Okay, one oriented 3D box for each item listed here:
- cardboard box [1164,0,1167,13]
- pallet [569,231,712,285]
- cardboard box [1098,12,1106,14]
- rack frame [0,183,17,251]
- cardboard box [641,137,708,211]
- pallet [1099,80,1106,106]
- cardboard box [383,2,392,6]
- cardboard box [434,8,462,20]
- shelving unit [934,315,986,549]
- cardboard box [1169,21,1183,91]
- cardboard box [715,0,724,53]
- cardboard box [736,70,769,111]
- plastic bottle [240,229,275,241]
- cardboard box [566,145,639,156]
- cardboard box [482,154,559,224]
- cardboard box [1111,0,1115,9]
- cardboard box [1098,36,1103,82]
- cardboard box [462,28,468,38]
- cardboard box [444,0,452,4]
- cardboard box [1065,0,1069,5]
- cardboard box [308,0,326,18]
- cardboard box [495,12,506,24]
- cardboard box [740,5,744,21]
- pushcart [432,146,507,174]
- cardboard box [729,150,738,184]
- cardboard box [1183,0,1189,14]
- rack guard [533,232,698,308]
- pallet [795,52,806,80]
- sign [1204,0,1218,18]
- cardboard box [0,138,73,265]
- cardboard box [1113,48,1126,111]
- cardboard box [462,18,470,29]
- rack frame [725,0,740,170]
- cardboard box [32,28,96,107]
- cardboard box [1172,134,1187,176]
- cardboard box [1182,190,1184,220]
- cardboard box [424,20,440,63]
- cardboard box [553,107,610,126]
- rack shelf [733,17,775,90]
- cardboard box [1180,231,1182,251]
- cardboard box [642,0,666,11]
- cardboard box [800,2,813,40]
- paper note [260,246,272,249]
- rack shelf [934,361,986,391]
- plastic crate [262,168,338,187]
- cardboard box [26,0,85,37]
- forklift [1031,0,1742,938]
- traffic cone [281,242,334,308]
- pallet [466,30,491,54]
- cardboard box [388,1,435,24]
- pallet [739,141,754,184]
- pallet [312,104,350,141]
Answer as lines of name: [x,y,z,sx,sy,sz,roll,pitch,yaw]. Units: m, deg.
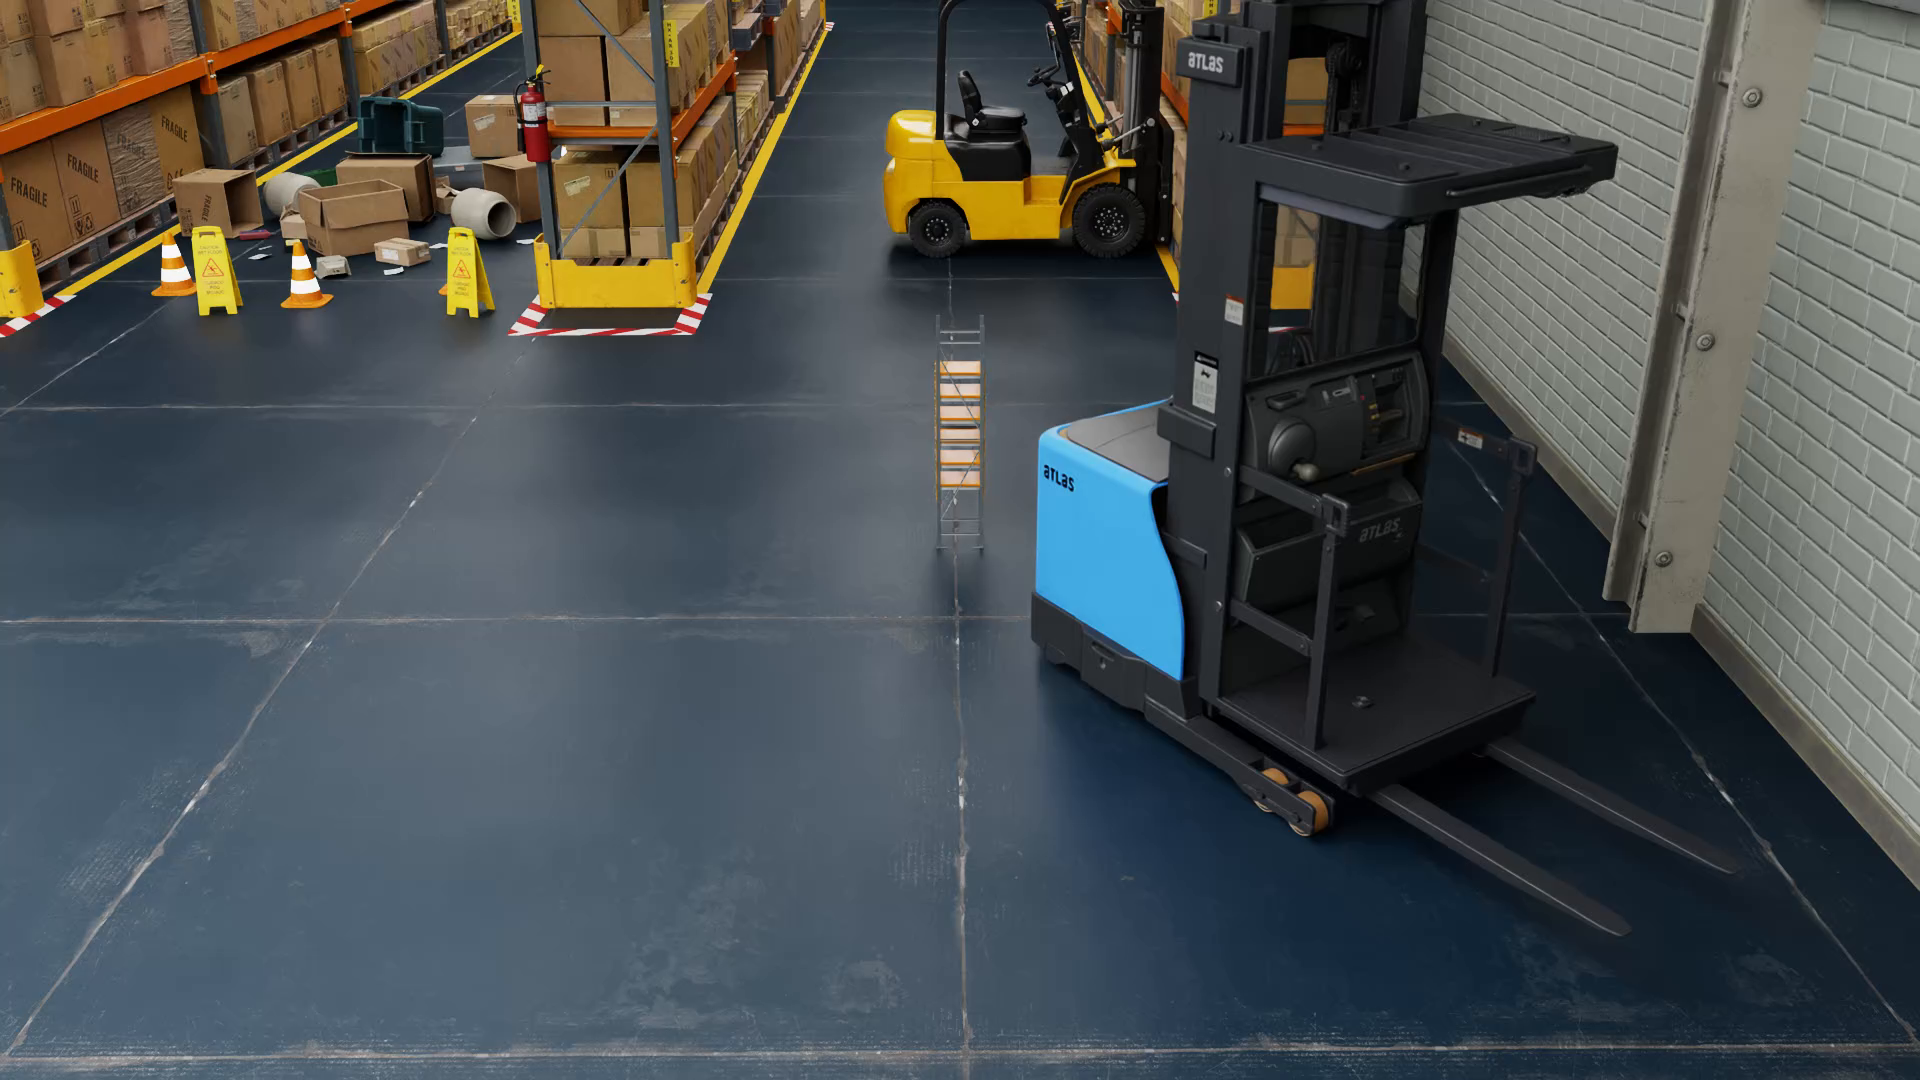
cardboard box: [2.002,-4.737,14.676,0.380,0.149,0.250,0,24,1]
pallet: [-2.596,-2.268,13.509,1.003,0.211,1.213,0,24,-1]
cardboard box: [2.060,-7.008,22.341,0.380,0.149,0.250,-1,24,-1]
rack frame: [-7.570,-3.109,11.983,1.000,3.000,0.127,0,24,-1]
cardboard box: [-2.365,-3.012,13.686,0.500,0.500,0.500,-1,24,-3]
pallet: [2.284,-5.530,20.721,1.003,0.211,1.213,0,24,-1]
cardboard box: [-7.957,-7.142,22.515,0.500,0.250,0.500,-1,24,-3]
cardboard box: [-7.519,-7.685,24.329,0.380,0.149,0.250,-1,24,-2]
shelving unit: [0.000,-0.541,8.490,0.258,1.200,0.189,0,24,-1]
cardboard box: [2.055,-4.076,14.000,0.500,0.500,0.500,0,24,0]
cardboard box: [-2.399,-4.608,14.816,0.500,0.500,0.500,1,24,1]
cardboard box: [-2.713,-5.230,19.353,0.950,0.372,0.625,-2,24,-4]
plastic bottle: [-6.171,-2.682,14.607,0.283,0.061,0.133,-9,26,-19]
cardboard box: [-2.900,-2.997,13.653,0.500,0.500,0.500,1,24,1]
cardboard box: [-4.014,-3.235,15.294,0.500,0.500,0.500,19,30,35]
cardboard box: [2.015,-6.241,19.090,0.500,0.250,0.500,0,24,0]
cardboard box: [2.031,-6.140,21.211,0.500,0.500,0.500,1,24,2]
cardboard box: [-7.532,-7.524,24.696,0.380,0.149,0.250,-1,24,-3]
cardboard box: [-8.002,-8.214,25.500,0.380,0.149,0.250,1,24,2]
cardboard box: [2.079,-8.591,26.624,0.797,0.503,0.637,-1,24,-3]
cardboard box: [-7.380,-6.061,18.389,0.500,0.500,0.500,0,24,-1]
cardboard box: [-7.427,-8.273,26.351,0.380,0.149,0.250,0,24,1]
cardboard box: [-2.349,-5.230,16.468,0.380,0.149,0.250,0,24,1]
pushcart: [-4.945,-3.595,16.241,1.648,0.377,0.936,-9,26,-19]
cardboard box: [-2.390,-3.517,15.713,0.500,0.250,0.500,1,24,2]
cardboard box: [2.013,-4.345,13.448,0.380,0.149,0.250,0,24,0]
rack guard: [-2.623,-2.065,12.709,1.175,0.500,0.348,0,24,-1]
pallet: [-2.669,-6.529,22.930,1.003,0.211,1.213,0,24,-1]
sign: [1.799,-3.835,11.897,0.100,0.325,0.005,0,24,-1]
cardboard box: [-7.644,-2.611,12.952,0.875,0.875,0.875,0,24,0]
cardboard box: [2.247,-5.345,19.300,0.875,0.625,0.625,1,24,1]
cardboard box: [-7.496,-7.661,24.638,0.380,0.149,0.250,1,24,2]
rack frame: [-2.665,-4.821,15.769,1.000,3.000,0.127,0,24,-1]
cardboard box: [-7.528,-3.788,13.302,0.875,0.550,0.550,0,24,-1]
cardboard box: [1.998,-3.197,13.793,0.500,0.250,0.500,0,24,0]
cardboard box: [2.024,-2.562,12.995,0.500,0.250,0.500,-1,24,-1]
cardboard box: [-7.441,-6.802,22.673,0.500,0.500,0.500,-1,24,-2]
cardboard box: [-2.840,-3.211,12.515,0.380,0.149,0.250,1,24,1]
rack shelf: [-2.687,-5.317,17.739,1.077,0.370,4.000,0,24,-1]
cardboard box: [2.020,-2.327,13.082,0.500,0.250,0.500,0,24,0]
cardboard box: [-2.819,-4.643,13.681,0.700,0.500,0.500,0,24,-1]
cardboard box: [-2.663,-7.769,24.888,0.875,0.438,0.875,-1,24,-2]
paper note: [-5.971,-2.512,14.293,0.032,0.001,0.123,13,27,27]
rack shelf: [0.000,-0.828,8.360,0.258,0.103,0.180,0,24,-1]
plastic crate: [-6.302,-3.436,16.050,0.450,0.188,0.662,3,22,31]
cardboard box: [-7.504,-4.280,13.080,0.875,0.550,0.550,0,24,-1]
forklift: [1.566,-0.443,6.173,1.130,2.935,3.031,-16,29,-31]
traffic cone: [-5.023,-2.043,12.705,0.336,0.463,0.334,0,24,-1]
pallet: [-7.760,-7.563,25.217,1.003,0.211,1.213,0,24,-1]
cardboard box: [-7.440,-7.142,22.514,0.500,0.250,0.500,-1,24,-2]
pallet: [-2.675,-3.871,17.053,1.003,0.211,1.213,0,24,-1]
pallet: [-7.724,-4.809,19.128,1.003,0.211,1.213,0,24,-1]
